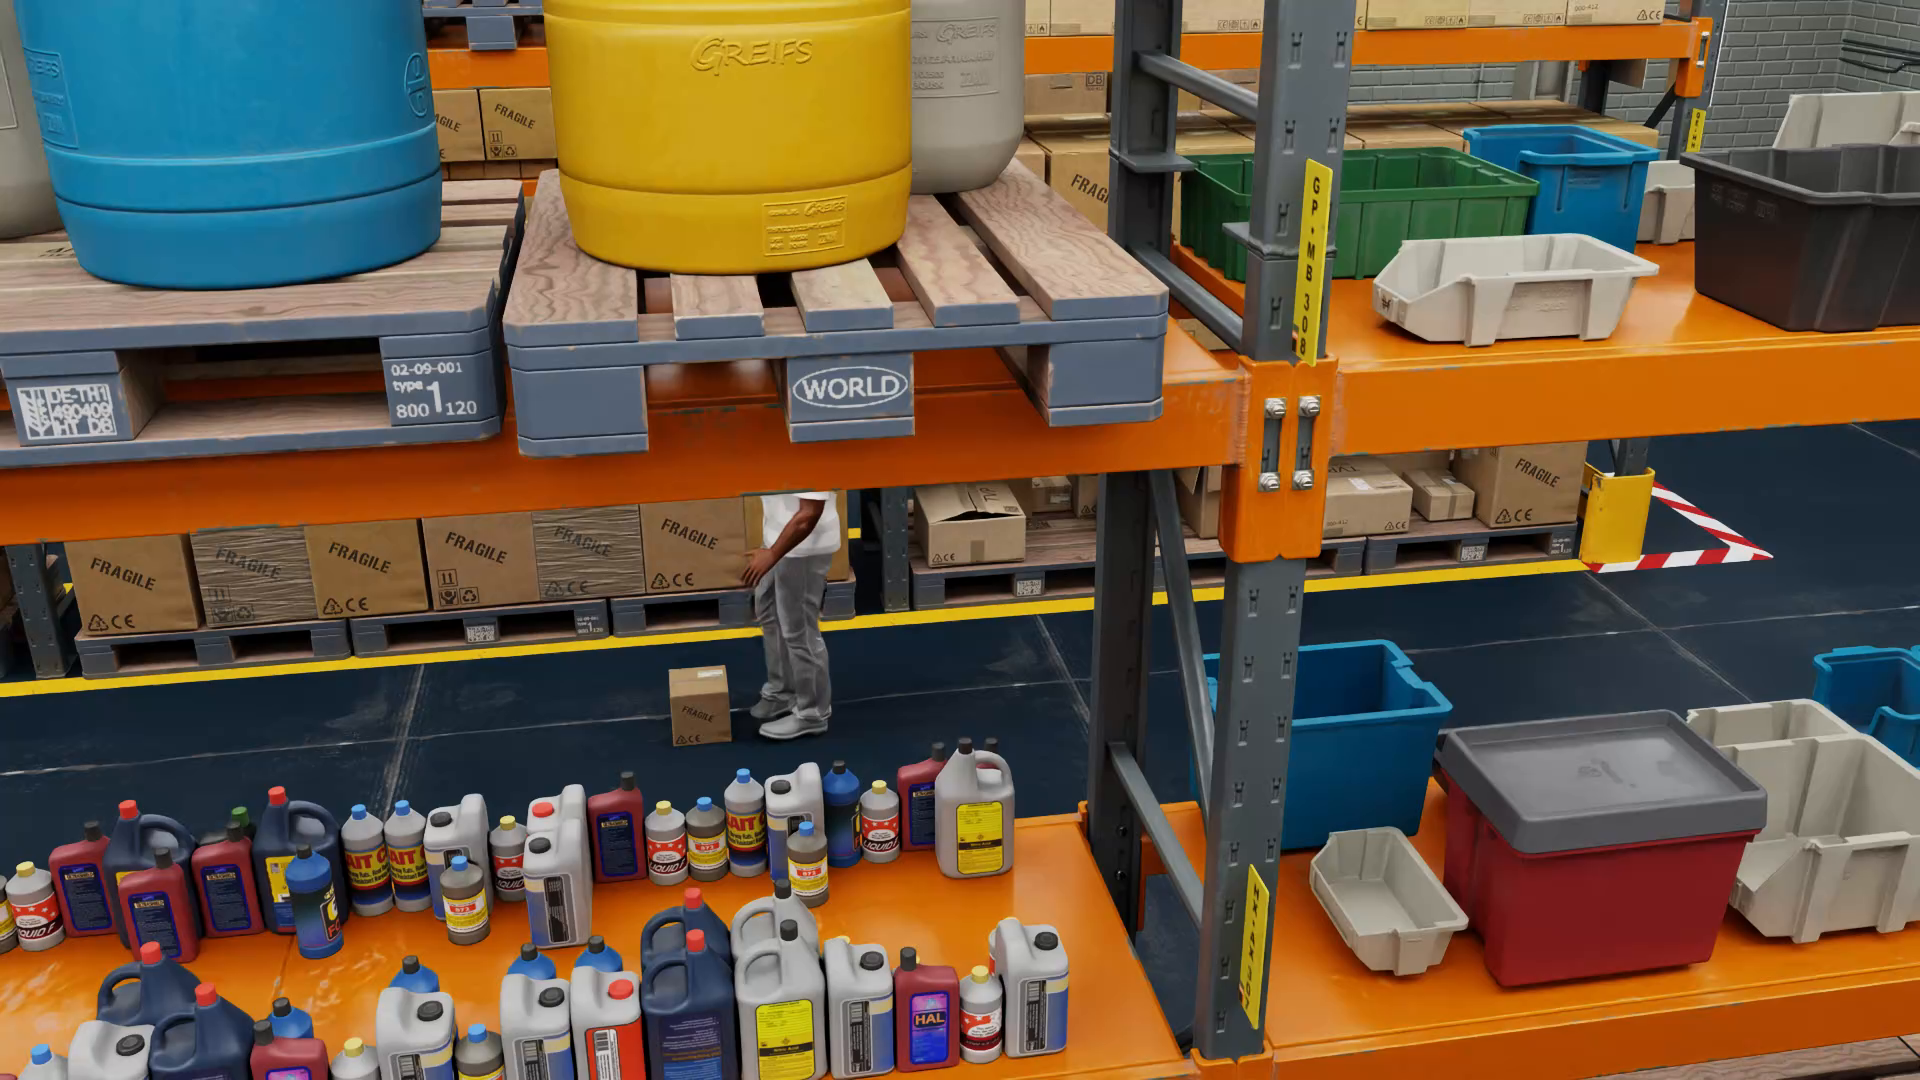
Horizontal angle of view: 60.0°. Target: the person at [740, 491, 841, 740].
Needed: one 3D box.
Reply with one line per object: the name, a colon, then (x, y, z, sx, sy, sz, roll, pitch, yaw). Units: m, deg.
person: (-0.732, 0.042, 7.064, 0.488, 1.848, 0.661, -6, 24, -13)
